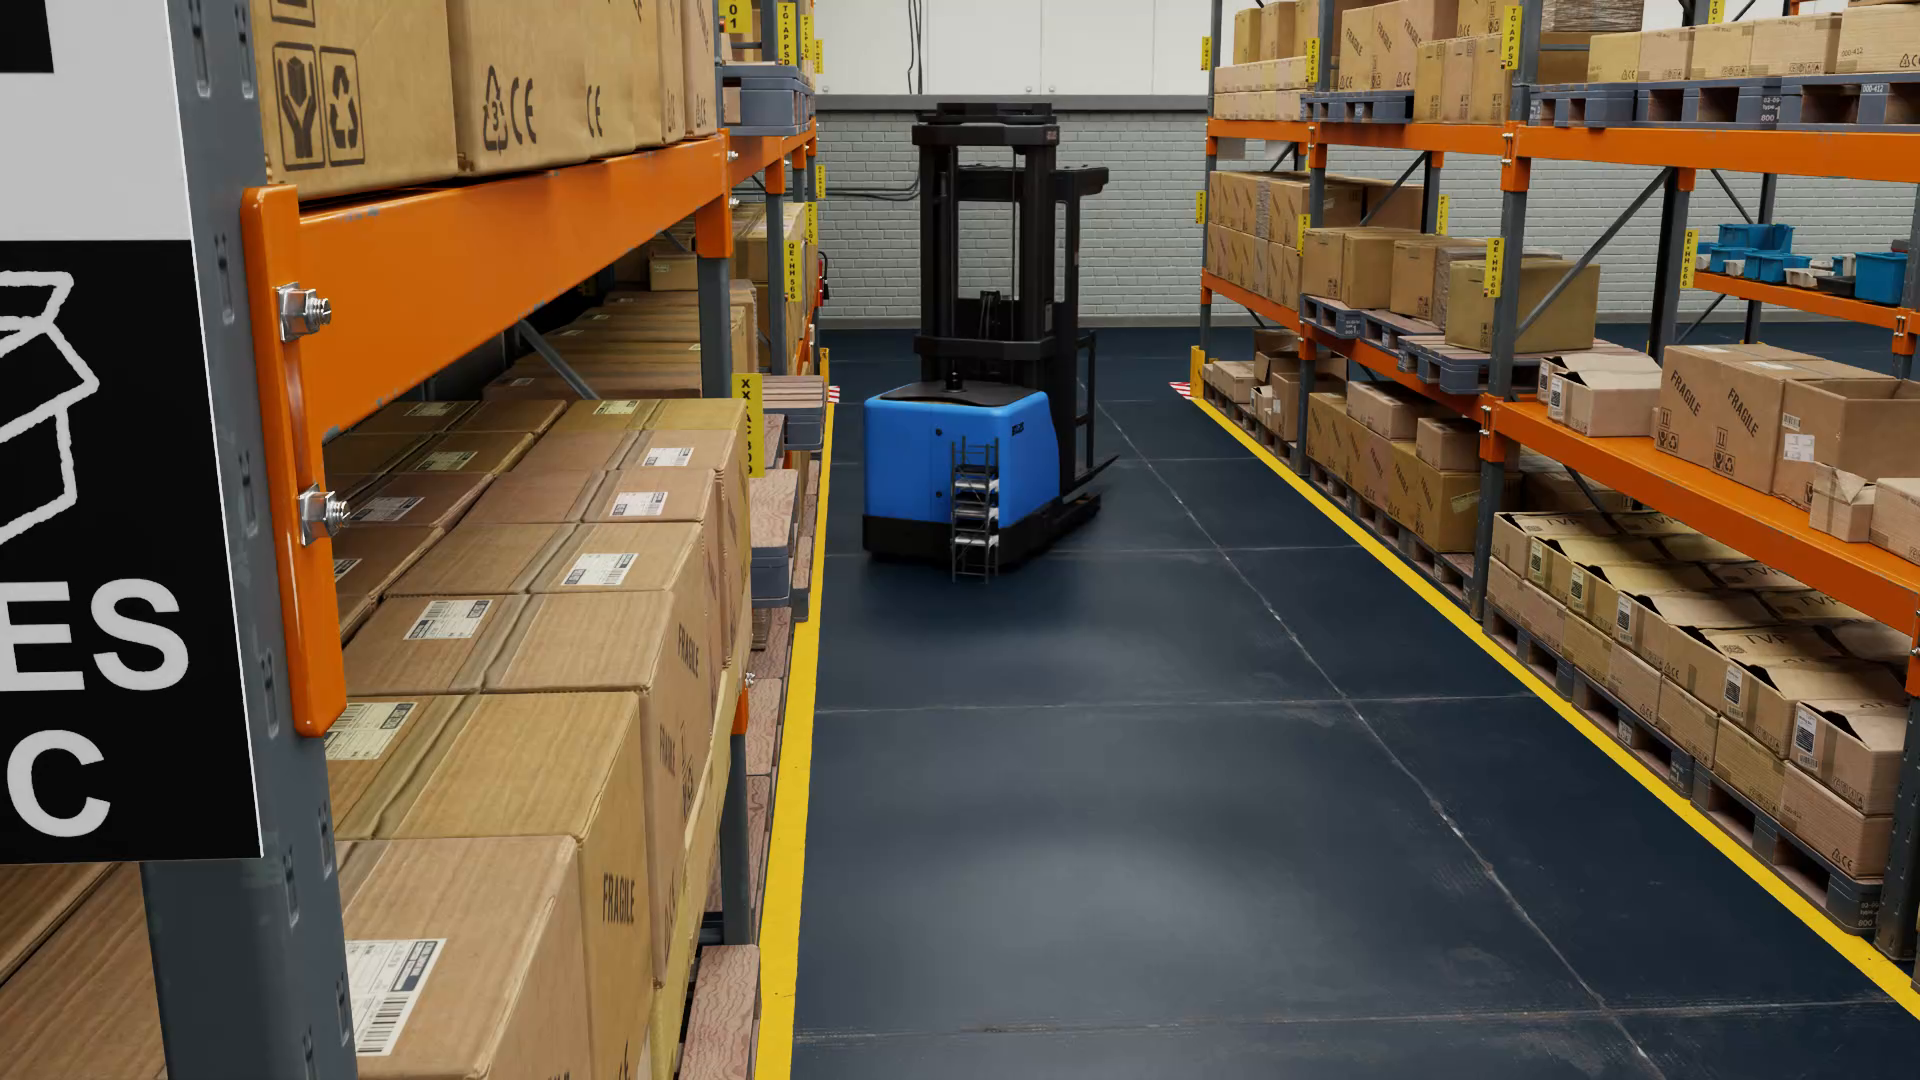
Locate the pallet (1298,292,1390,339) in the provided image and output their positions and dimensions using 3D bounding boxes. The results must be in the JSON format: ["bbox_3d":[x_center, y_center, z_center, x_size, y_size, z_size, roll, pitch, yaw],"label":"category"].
[{"bbox_3d":[3.190,-1.696,12.484,1.003,0.211,1.213,-1,14,-3],"label":"pallet"}]

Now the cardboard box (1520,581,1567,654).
[{"bbox_3d":[3.269,0.393,8.654,0.500,0.250,0.500,-1,14,-5],"label":"cardboard box"}]

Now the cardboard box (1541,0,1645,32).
[{"bbox_3d":[3.477,-3.089,9.284,0.500,0.500,0.500,-1,14,-3],"label":"cardboard box"}]

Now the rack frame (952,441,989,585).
[{"bbox_3d":[0.064,-0.164,10.356,0.240,0.900,0.006,5,15,18],"label":"rack frame"}]

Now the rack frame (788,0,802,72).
[{"bbox_3d":[-1.694,-4.818,12.191,1.000,3.000,0.127,-1,14,-3],"label":"rack frame"}]

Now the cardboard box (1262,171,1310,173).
[{"bbox_3d":[3.304,-3.411,16.555,0.500,0.500,0.500,-1,14,-4],"label":"cardboard box"}]

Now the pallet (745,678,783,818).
[{"bbox_3d":[-1.327,0.930,7.488,1.003,0.211,1.213,-1,14,-3],"label":"pallet"}]

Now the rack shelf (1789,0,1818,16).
[{"bbox_3d":[8.070,-4.926,14.858,1.077,0.370,4.000,-1,14,-3],"label":"rack shelf"}]

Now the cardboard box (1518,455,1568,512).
[{"bbox_3d":[3.716,-0.245,10.593,0.500,0.500,0.500,-1,14,-5],"label":"cardboard box"}]

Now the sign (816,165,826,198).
[{"bbox_3d":[-1.400,-3.587,16.650,0.100,0.325,0.005,-1,14,-3],"label":"sign"}]

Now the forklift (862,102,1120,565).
[{"bbox_3d":[0.388,-1.582,11.791,1.130,2.935,3.031,6,16,22],"label":"forklift"}]

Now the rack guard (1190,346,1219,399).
[{"bbox_3d":[3.006,-1.755,17.344,1.175,0.500,0.348,-1,14,-3],"label":"rack guard"}]

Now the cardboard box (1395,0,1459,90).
[{"bbox_3d":[3.293,-3.284,11.008,0.600,0.600,0.600,-1,15,-6],"label":"cardboard box"}]

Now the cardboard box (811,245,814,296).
[{"bbox_3d":[-1.806,-2.555,14.835,0.980,0.700,0.700,-2,15,-6],"label":"cardboard box"}]

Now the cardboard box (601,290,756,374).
[{"bbox_3d":[-1.346,-0.924,8.013,0.700,0.500,0.500,-2,15,-9],"label":"cardboard box"}]

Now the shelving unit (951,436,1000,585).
[{"bbox_3d":[0.095,-0.188,10.449,0.258,0.900,0.210,5,15,18],"label":"shelving unit"}]

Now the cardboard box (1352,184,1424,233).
[{"bbox_3d":[3.501,-2.644,13.575,0.500,0.500,0.500,-1,14,-2],"label":"cardboard box"}]

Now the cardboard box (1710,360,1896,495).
[{"bbox_3d":[3.650,-0.495,7.231,0.500,0.500,0.500,-1,14,-3],"label":"cardboard box"}]

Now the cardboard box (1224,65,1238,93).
[{"bbox_3d":[2.798,-4.350,15.693,0.500,0.250,0.500,-1,14,-3],"label":"cardboard box"}]

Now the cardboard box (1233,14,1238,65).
[{"bbox_3d":[3.050,-4.842,16.099,0.700,0.500,0.500,-1,14,-3],"label":"cardboard box"}]

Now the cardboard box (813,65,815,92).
[{"bbox_3d":[-1.632,-4.361,15.693,0.500,0.250,0.500,0,14,-2],"label":"cardboard box"}]

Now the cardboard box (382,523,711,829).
[{"bbox_3d":[-0.771,0.269,3.218,0.500,0.500,0.500,0,14,-2],"label":"cardboard box"}]

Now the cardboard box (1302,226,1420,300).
[{"bbox_3d":[3.056,-2.120,12.703,0.700,0.500,0.500,-6,16,-22],"label":"cardboard box"}]

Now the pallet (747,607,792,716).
[{"bbox_3d":[-1.400,0.627,8.664,1.003,0.211,1.213,-1,14,-3],"label":"pallet"}]

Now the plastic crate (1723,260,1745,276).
[{"bbox_3d":[7.612,-2.645,16.196,0.250,0.136,0.298,-1,14,-3],"label":"plastic crate"}]

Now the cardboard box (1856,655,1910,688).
[{"bbox_3d":[3.943,0.625,6.626,0.500,0.311,0.500,-1,14,-4],"label":"cardboard box"}]

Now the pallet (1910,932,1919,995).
[{"bbox_3d":[3.753,1.549,5.083,1.003,0.211,1.213,-1,14,-3],"label":"pallet"}]

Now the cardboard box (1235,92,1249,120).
[{"bbox_3d":[2.831,-3.984,15.272,0.500,0.250,0.500,-1,14,-3],"label":"cardboard box"}]

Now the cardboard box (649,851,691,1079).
[{"bbox_3d":[-0.736,0.753,2.840,0.500,0.250,0.500,-1,14,-4],"label":"cardboard box"}]

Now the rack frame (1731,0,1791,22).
[{"bbox_3d":[7.946,-5.965,16.652,1.000,3.000,0.127,-1,14,-3],"label":"rack frame"}]

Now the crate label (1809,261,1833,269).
[{"bbox_3d":[8.222,-2.620,16.099,0.396,0.136,0.243,-1,14,-3],"label":"crate label"}]

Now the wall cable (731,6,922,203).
[{"bbox_3d":[-1.936,-5.721,21.933,3.097,2.526,0.112,-1,14,-3],"label":"wall cable"}]

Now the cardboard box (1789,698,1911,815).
[{"bbox_3d":[3.434,0.760,6.101,0.500,0.311,0.500,-1,14,-3],"label":"cardboard box"}]

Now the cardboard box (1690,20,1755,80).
[{"bbox_3d":[3.656,-2.194,7.471,0.500,0.250,0.500,-1,14,-5],"label":"cardboard box"}]

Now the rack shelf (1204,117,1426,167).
[{"bbox_3d":[3.126,-3.591,14.888,1.077,0.370,4.000,-1,14,-3],"label":"rack shelf"}]

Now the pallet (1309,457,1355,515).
[{"bbox_3d":[3.338,-0.437,12.803,1.003,0.211,1.213,-1,14,-3],"label":"pallet"}]

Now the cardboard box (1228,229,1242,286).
[{"bbox_3d":[2.832,-2.665,15.665,0.500,0.500,0.500,-1,14,-4],"label":"cardboard box"}]

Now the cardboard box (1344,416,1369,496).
[{"bbox_3d":[3.104,-0.611,12.015,0.500,0.500,0.500,-1,14,-3],"label":"cardboard box"}]

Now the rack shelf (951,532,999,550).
[{"bbox_3d":[0.095,0.019,10.502,0.258,0.077,0.200,5,15,18],"label":"rack shelf"}]

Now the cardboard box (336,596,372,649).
[{"bbox_3d":[-1.250,0.404,2.692,0.500,0.500,0.500,-1,14,-5],"label":"cardboard box"}]

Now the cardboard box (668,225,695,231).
[{"bbox_3d":[-1.762,-1.720,9.850,0.500,0.250,0.500,-1,14,-5],"label":"cardboard box"}]

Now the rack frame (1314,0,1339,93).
[{"bbox_3d":[3.250,-4.895,12.492,1.000,3.000,0.127,-1,14,-3],"label":"rack frame"}]

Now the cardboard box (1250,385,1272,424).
[{"bbox_3d":[2.885,-1.224,14.778,0.500,0.311,0.500,-1,14,-3],"label":"cardboard box"}]

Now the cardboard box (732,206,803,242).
[{"bbox_3d":[-1.388,-2.238,11.862,0.500,0.250,0.500,-1,14,-2],"label":"cardboard box"}]

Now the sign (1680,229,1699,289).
[{"bbox_3d":[4.051,-1.565,9.265,0.100,0.325,0.005,-1,14,-3],"label":"sign"}]

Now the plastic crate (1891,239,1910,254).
[{"bbox_3d":[8.389,-2.351,14.396,0.402,0.464,0.583,-1,14,-3],"label":"plastic crate"}]

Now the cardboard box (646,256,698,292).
[{"bbox_3d":[-1.360,-1.328,8.282,0.380,0.149,0.250,-3,15,-13],"label":"cardboard box"}]

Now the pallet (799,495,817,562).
[{"bbox_3d":[-1.493,-0.067,11.363,1.003,0.211,1.213,-1,14,-3],"label":"pallet"}]

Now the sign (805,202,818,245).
[{"bbox_3d":[-1.153,-2.445,12.846,0.100,0.325,0.005,-1,14,-3],"label":"sign"}]

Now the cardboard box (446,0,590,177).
[{"bbox_3d":[-0.720,-0.660,1.810,0.500,0.500,0.500,0,14,0],"label":"cardboard box"}]

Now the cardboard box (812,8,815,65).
[{"bbox_3d":[-1.624,-4.724,15.601,0.500,0.500,0.500,-1,14,-4],"label":"cardboard box"}]

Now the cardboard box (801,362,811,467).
[{"bbox_3d":[-1.524,-0.915,12.534,0.750,0.750,0.750,-1,14,-3],"label":"cardboard box"}]

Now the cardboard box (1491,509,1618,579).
[{"bbox_3d":[3.237,-0.003,9.070,0.500,0.311,0.500,0,14,-2],"label":"cardboard box"}]

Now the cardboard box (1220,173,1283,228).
[{"bbox_3d":[2.806,-3.273,16.019,0.500,0.500,0.500,-1,14,-3],"label":"cardboard box"}]

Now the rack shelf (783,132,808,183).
[{"bbox_3d":[-1.570,-2.519,10.721,1.077,0.370,4.000,-1,14,-3],"label":"rack shelf"}]
